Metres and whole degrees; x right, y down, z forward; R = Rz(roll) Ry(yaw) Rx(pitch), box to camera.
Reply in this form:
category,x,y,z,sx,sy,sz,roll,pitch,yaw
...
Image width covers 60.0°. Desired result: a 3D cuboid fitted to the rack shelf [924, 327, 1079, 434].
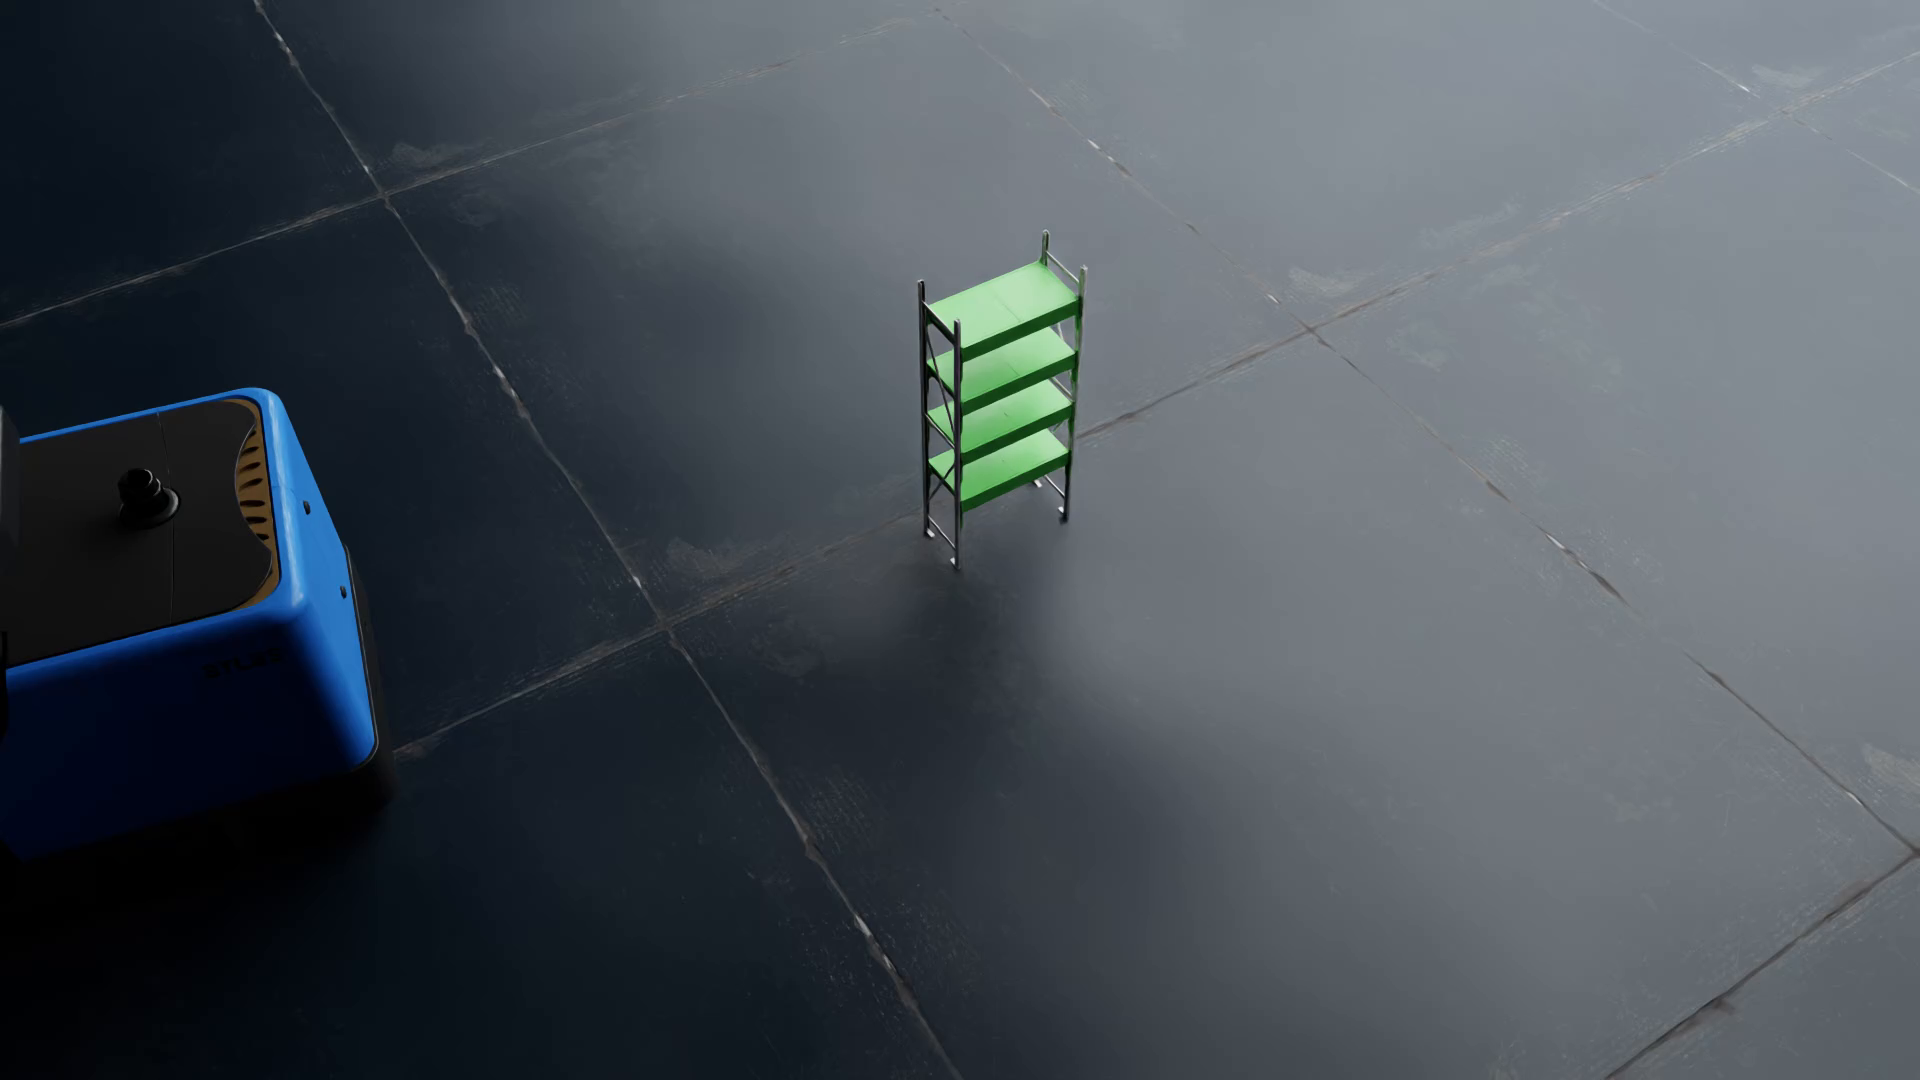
category,x,y,z,sx,sy,sz,roll,pitch,yaw
rack shelf,0.140,-0.582,5.729,0.480,0.148,0.258,-25,53,-21

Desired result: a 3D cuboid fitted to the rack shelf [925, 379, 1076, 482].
category,x,y,z,sx,sy,sz,roll,pitch,yaw
rack shelf,0.140,-0.422,5.908,0.480,0.148,0.258,-25,53,-21

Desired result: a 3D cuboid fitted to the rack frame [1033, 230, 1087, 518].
category,x,y,z,sx,sy,sz,roll,pitch,yaw
rack frame,0.346,-0.562,5.947,0.015,1.200,0.240,-25,53,-21

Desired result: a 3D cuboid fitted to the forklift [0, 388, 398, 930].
category,x,y,z,sx,sy,sz,roll,pitch,yaw
forklift,-3.411,-0.047,4.329,3.031,2.935,1.130,-15,50,-13

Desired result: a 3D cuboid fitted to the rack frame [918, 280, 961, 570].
category,x,y,z,sx,sy,sz,roll,pitch,yaw
rack frame,-0.066,-0.368,5.774,0.015,1.200,0.240,-25,53,-21

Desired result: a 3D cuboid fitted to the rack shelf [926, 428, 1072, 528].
category,x,y,z,sx,sy,sz,roll,pitch,yaw
rack shelf,0.140,-0.263,6.088,0.480,0.148,0.258,-25,53,-21

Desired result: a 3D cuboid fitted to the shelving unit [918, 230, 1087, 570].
category,x,y,z,sx,sy,sz,roll,pitch,yaw
shelving unit,0.140,-0.465,5.861,0.503,1.200,0.258,-25,53,-21

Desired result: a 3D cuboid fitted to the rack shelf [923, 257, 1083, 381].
category,x,y,z,sx,sy,sz,roll,pitch,yaw
rack shelf,0.140,-0.742,5.550,0.480,0.148,0.258,-25,53,-21
